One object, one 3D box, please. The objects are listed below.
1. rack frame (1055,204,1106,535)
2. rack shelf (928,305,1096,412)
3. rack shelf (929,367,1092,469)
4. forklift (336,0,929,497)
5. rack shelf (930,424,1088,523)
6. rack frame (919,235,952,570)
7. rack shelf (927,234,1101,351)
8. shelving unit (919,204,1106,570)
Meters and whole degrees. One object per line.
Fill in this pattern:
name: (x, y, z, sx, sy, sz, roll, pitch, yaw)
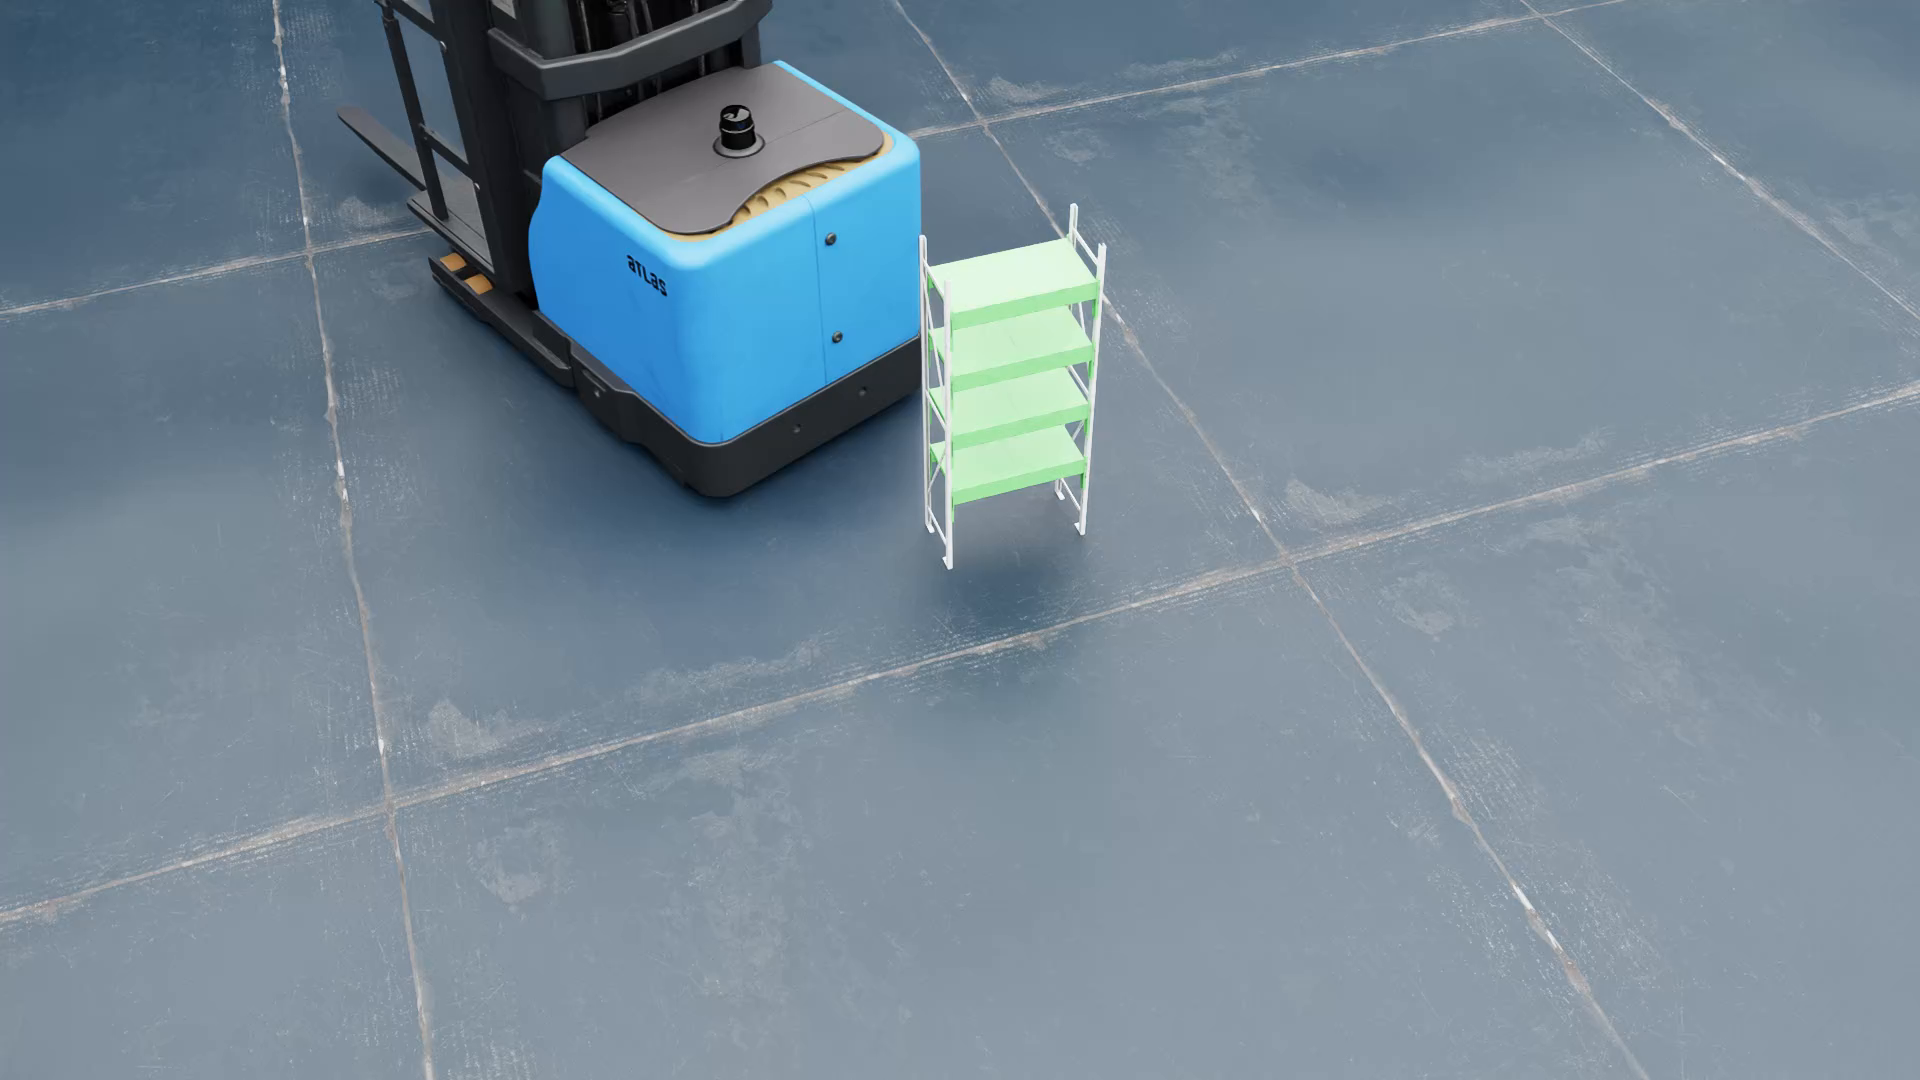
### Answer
rack frame: (0.385, -0.522, 5.423, 0.015, 1.200, 0.240, -14, 47, -14)
rack shelf: (0.156, -0.588, 5.240, 0.480, 0.148, 0.258, -14, 47, -14)
rack shelf: (0.156, -0.418, 5.410, 0.480, 0.148, 0.258, -14, 47, -14)
forklift: (-1.483, -2.143, 5.816, 1.130, 2.935, 3.031, -33, 54, -28)
rack shelf: (0.156, -0.249, 5.580, 0.480, 0.148, 0.258, -14, 47, -14)
rack frame: (-0.074, -0.405, 5.306, 0.015, 1.200, 0.240, -14, 47, -14)
rack shelf: (0.156, -0.757, 5.070, 0.480, 0.148, 0.258, -14, 47, -14)
shelving unit: (0.156, -0.463, 5.365, 0.503, 1.200, 0.258, -14, 47, -14)
